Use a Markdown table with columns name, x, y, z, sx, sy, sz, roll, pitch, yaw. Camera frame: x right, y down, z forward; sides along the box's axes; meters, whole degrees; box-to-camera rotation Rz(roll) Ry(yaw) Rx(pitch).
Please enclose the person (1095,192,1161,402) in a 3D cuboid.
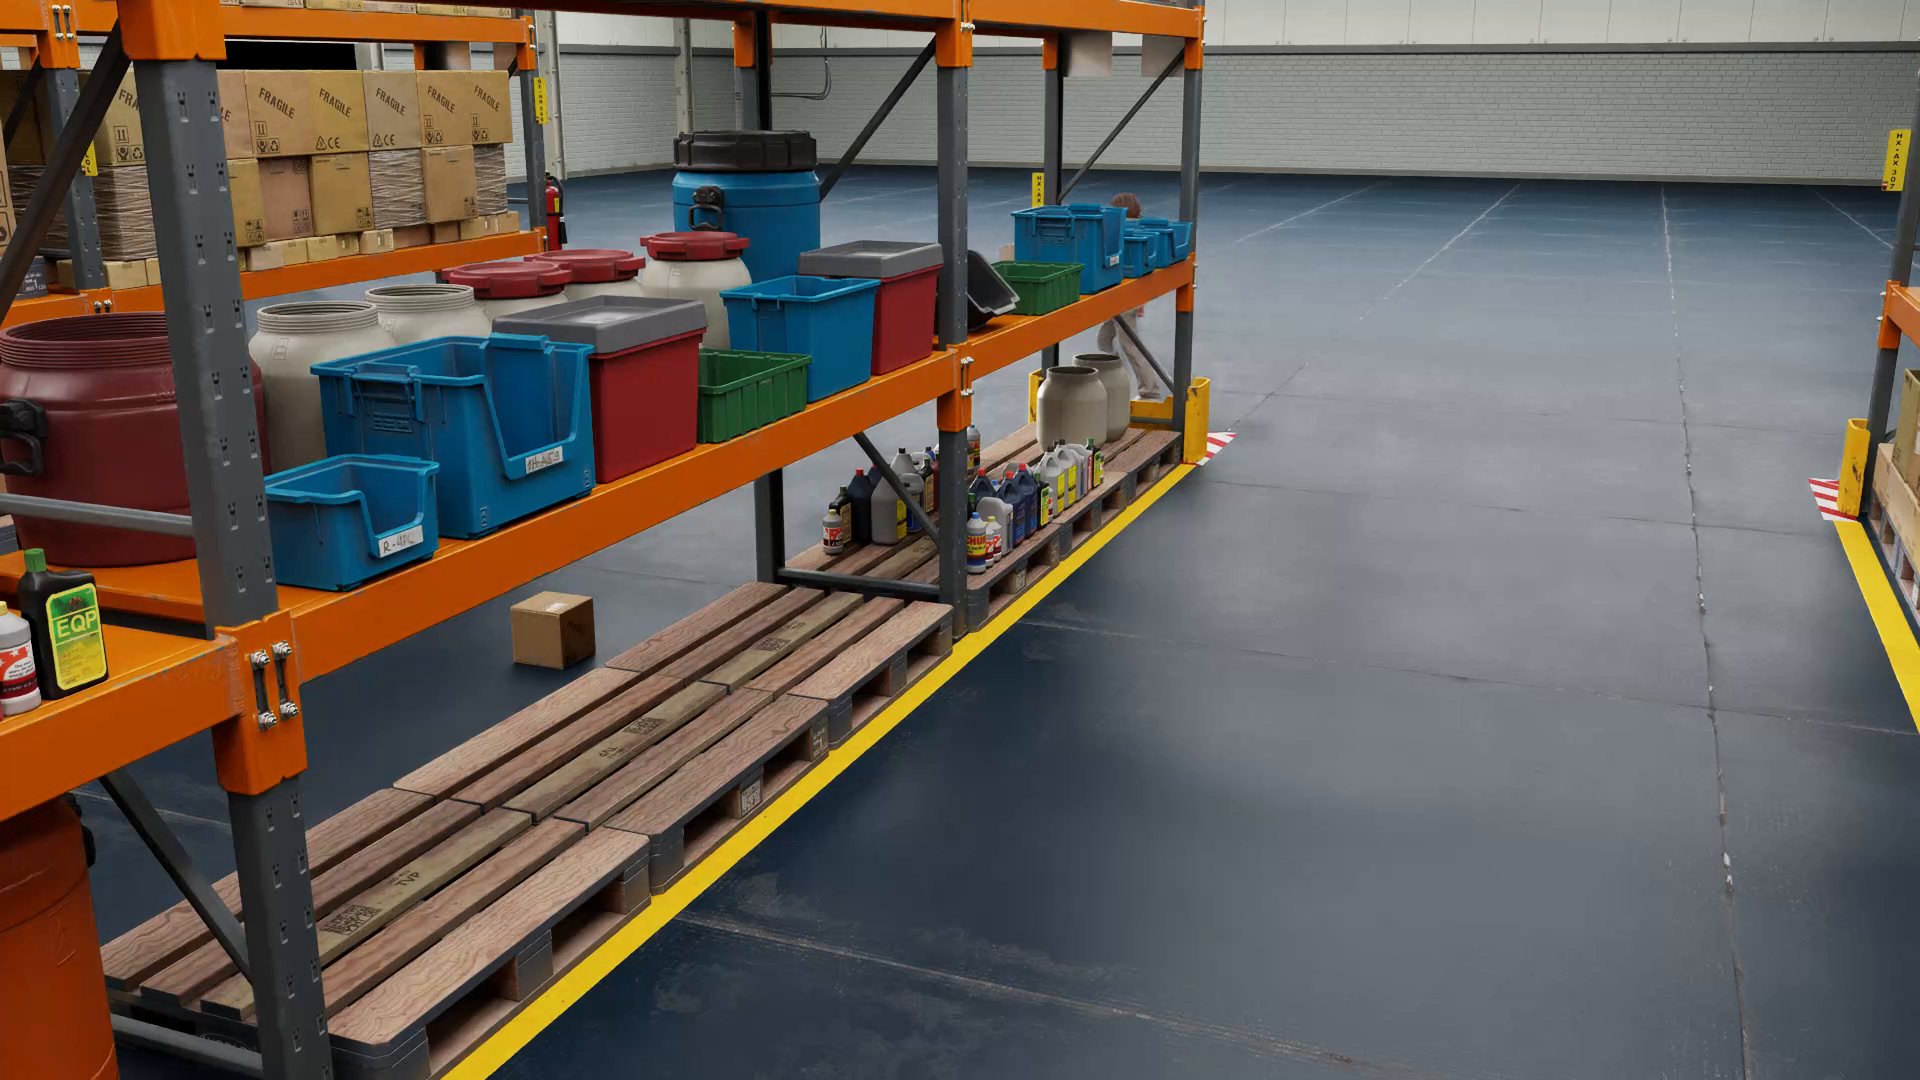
| name | x | y | z | sx | sy | sz | roll | pitch | yaw |
| --- | --- | --- | --- | --- | --- | --- | --- | --- | --- |
| person | 1.158 | -1.722 | 12.175 | 0.673 | 1.622 | 0.459 | 5 | 17 | 18 |
